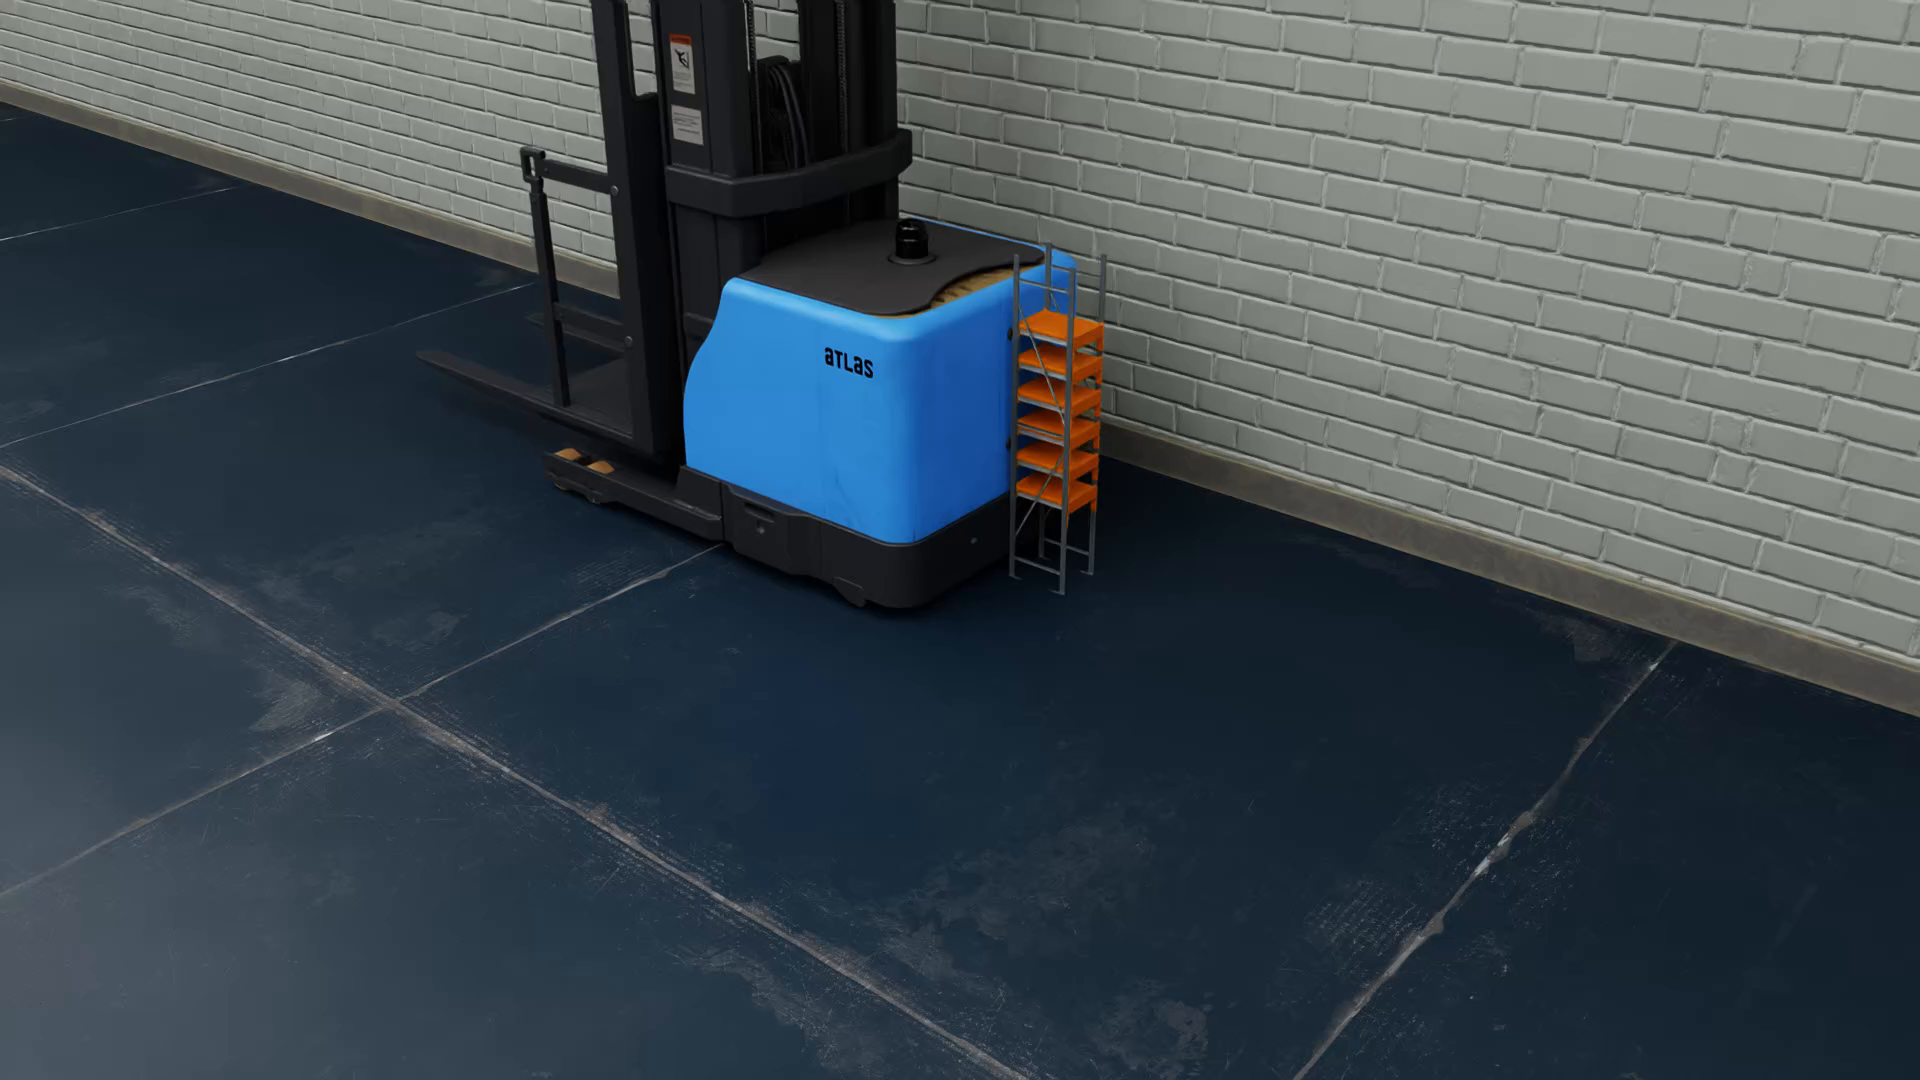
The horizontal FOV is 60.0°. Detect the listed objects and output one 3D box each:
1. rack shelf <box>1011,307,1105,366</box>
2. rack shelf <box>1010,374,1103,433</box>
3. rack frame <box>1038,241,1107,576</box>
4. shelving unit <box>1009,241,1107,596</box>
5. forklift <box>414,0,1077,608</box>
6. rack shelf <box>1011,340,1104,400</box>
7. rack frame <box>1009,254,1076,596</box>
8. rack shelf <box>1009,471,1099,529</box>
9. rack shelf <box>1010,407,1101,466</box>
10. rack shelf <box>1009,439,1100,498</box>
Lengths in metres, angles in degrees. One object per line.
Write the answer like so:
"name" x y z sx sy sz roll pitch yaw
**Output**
"rack shelf" 0.329 -0.683 5.578 0.258 0.103 0.180 20 33 33
"rack shelf" 0.329 -0.470 5.689 0.258 0.103 0.180 20 33 33
"rack frame" 0.385 -0.436 5.788 0.240 1.200 0.006 20 33 33
"shelving unit" 0.329 -0.403 5.723 0.258 1.200 0.189 20 33 33
"forklift" -1.032 -1.610 6.173 3.031 2.935 1.130 20 34 34
"rack shelf" 0.329 -0.577 5.633 0.258 0.103 0.180 20 33 33
"rack frame" 0.273 -0.370 5.659 0.240 1.200 0.006 20 33 33
"rack shelf" 0.329 -0.150 5.854 0.258 0.103 0.180 20 33 33
"rack shelf" 0.329 -0.364 5.744 0.258 0.103 0.180 20 33 33
"rack shelf" 0.329 -0.257 5.799 0.258 0.103 0.180 20 33 33
